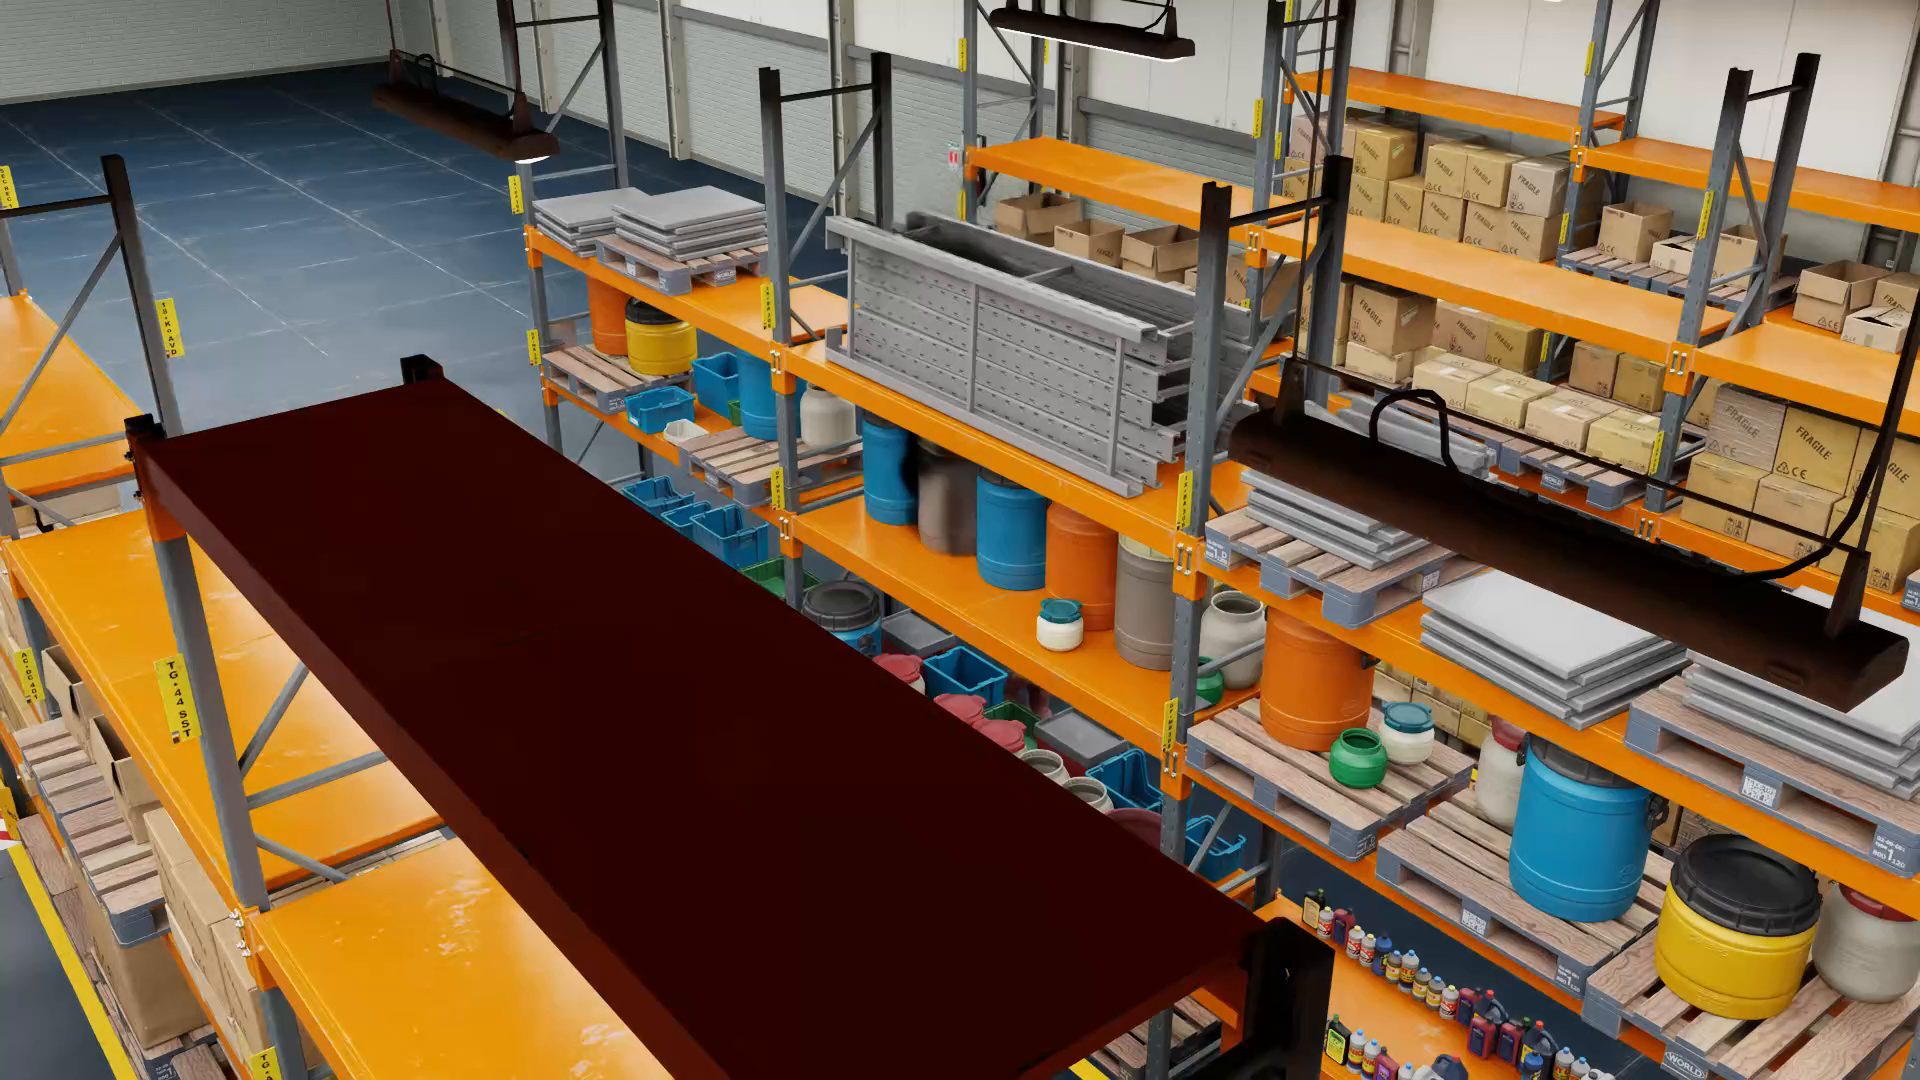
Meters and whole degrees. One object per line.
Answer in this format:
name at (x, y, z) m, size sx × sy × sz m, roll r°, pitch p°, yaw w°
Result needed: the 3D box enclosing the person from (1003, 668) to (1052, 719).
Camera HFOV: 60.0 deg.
person at (0.589, 1.106, 14.094) m, size 0.596 × 1.622 × 0.716 m, roll -16°, pitch 30°, yaw -30°
